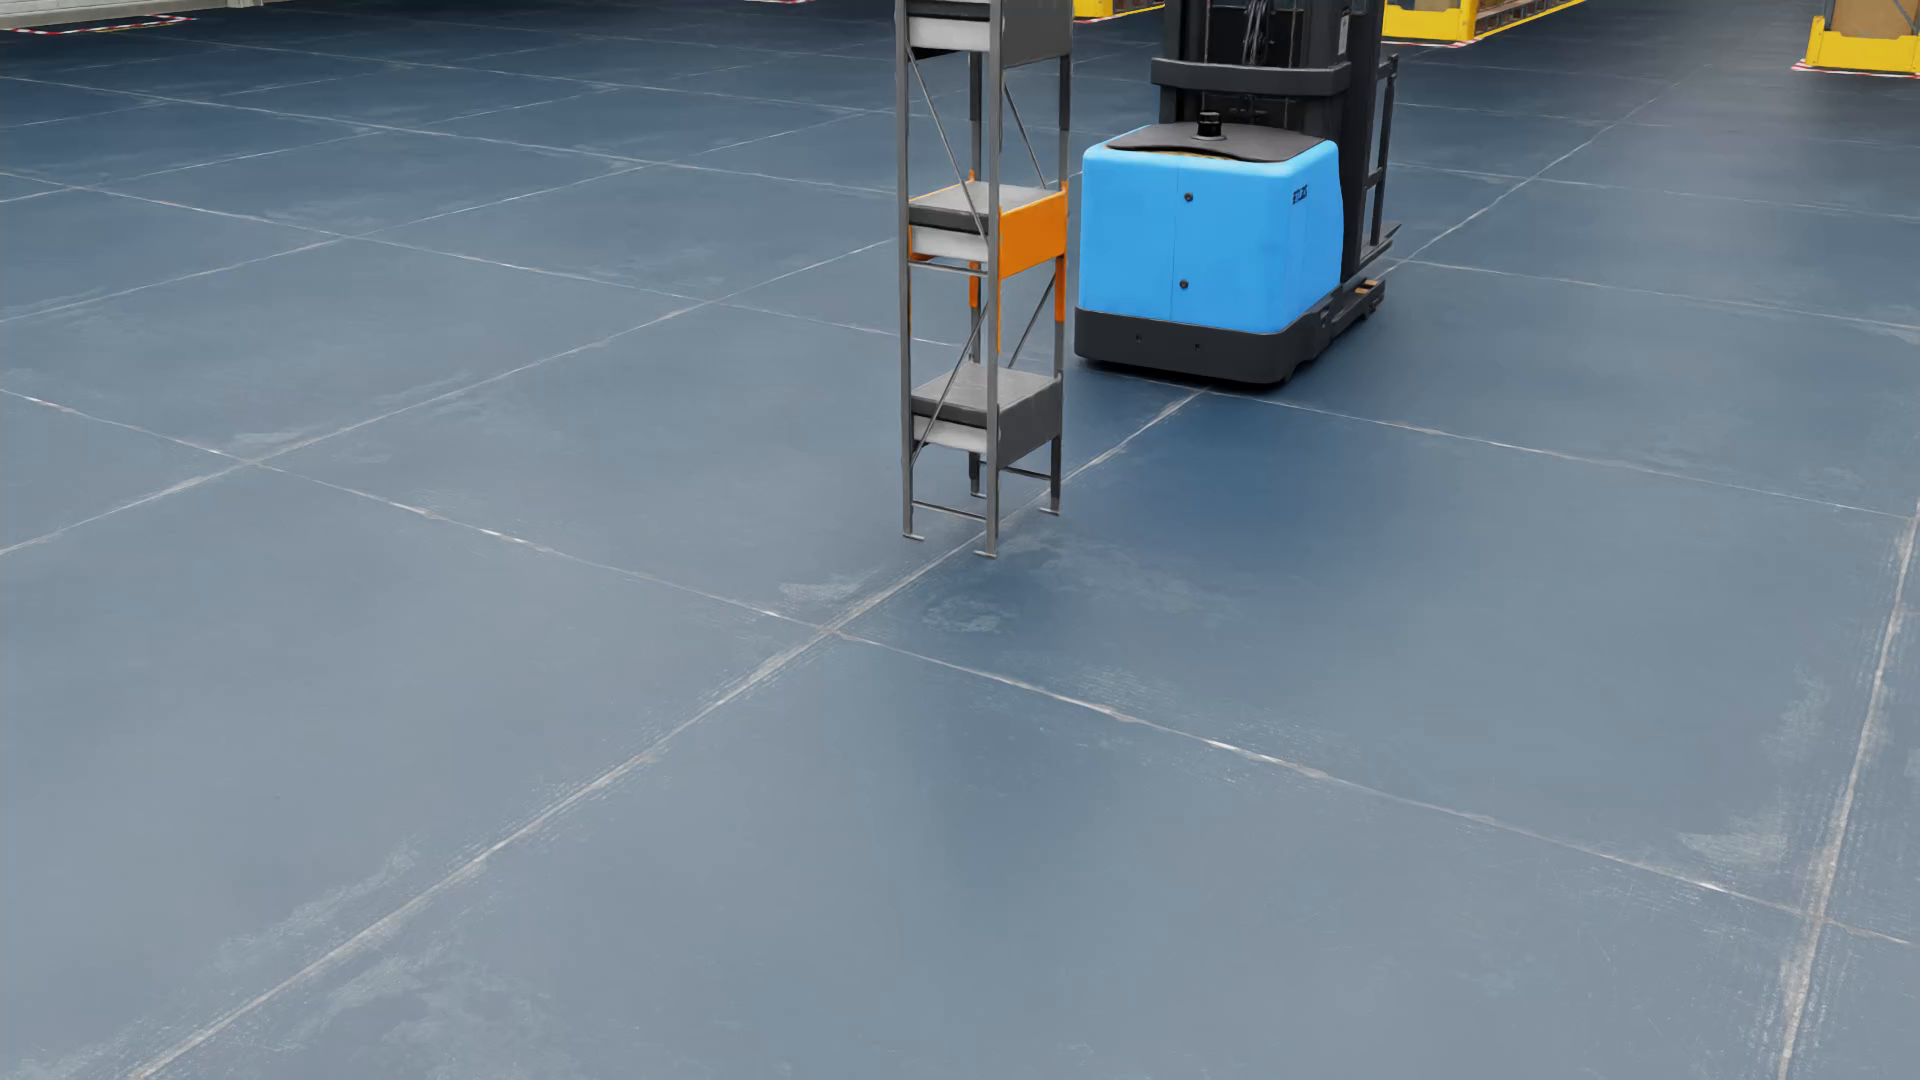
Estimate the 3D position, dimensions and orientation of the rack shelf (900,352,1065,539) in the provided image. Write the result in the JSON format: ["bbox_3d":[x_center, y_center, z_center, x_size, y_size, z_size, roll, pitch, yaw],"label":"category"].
[{"bbox_3d":[0.087,-0.365,6.245,0.431,0.518,0.480,14,27,29],"label":"rack shelf"}]

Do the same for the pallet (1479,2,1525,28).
[{"bbox_3d":[6.900,-7.060,22.292,1.003,0.211,1.213,14,27,29],"label":"pallet"}]

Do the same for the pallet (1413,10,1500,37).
[{"bbox_3d":[6.255,-6.650,21.345,1.003,0.211,1.213,14,27,29],"label":"pallet"}]

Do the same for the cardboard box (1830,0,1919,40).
[{"bbox_3d":[10.219,-6.024,18.535,0.875,0.875,0.875,14,27,29],"label":"cardboard box"}]

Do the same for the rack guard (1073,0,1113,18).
[{"bbox_3d":[1.549,-7.563,23.092,1.175,0.500,0.348,14,27,29],"label":"rack guard"}]

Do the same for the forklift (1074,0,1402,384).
[{"bbox_3d":[1.697,-2.620,8.613,1.130,2.935,3.031,12,26,25],"label":"forklift"}]

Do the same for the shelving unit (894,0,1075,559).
[{"bbox_3d":[0.087,-1.019,5.962,0.431,2.100,0.503,14,27,29],"label":"shelving unit"}]

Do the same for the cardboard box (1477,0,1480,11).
[{"bbox_3d":[6.386,-7.099,21.490,0.500,0.500,0.500,-20,31,-39],"label":"cardboard box"}]

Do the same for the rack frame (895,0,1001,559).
[{"bbox_3d":[-0.041,-0.937,5.772,0.400,2.100,0.015,14,27,29],"label":"rack frame"}]

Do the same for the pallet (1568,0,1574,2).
[{"bbox_3d":[8.919,-8.384,25.351,1.003,0.211,1.213,14,27,29],"label":"pallet"}]

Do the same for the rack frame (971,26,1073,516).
[{"bbox_3d":[0.216,-1.102,6.152,0.400,2.100,0.015,14,27,29],"label":"rack frame"}]

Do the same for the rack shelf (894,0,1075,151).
[{"bbox_3d":[0.087,-1.649,5.689,0.431,0.518,0.480,14,27,29],"label":"rack shelf"}]

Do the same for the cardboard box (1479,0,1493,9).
[{"bbox_3d":[6.733,-7.306,21.969,0.500,0.500,0.500,17,29,34],"label":"cardboard box"}]

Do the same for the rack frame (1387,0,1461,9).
[{"bbox_3d":[5.757,-7.637,20.116,1.000,3.000,0.127,14,27,29],"label":"rack frame"}]

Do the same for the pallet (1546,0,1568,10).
[{"bbox_3d":[8.276,-7.970,24.396,1.003,0.211,1.213,14,27,29],"label":"pallet"}]

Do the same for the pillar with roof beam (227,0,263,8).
[{"bbox_3d":[-6.741,-10.994,20.320,9.100,9.000,0.400,14,27,29],"label":"pillar with roof beam"}]

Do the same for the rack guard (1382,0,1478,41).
[{"bbox_3d":[5.797,-6.516,20.671,1.175,0.500,0.348,14,27,29],"label":"rack guard"}]

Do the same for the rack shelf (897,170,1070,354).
[{"bbox_3d":[0.087,-1.007,5.967,0.431,0.518,0.480,14,27,29],"label":"rack shelf"}]

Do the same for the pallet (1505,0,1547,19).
[{"bbox_3d":[7.542,-7.473,23.247,1.003,0.211,1.213,14,27,29],"label":"pallet"}]

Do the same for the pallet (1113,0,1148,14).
[{"bbox_3d":[1.982,-7.704,23.780,1.003,0.211,1.213,14,27,29],"label":"pallet"}]

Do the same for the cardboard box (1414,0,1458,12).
[{"bbox_3d":[6.100,-6.890,21.007,0.500,0.500,0.500,20,30,38],"label":"cardboard box"}]

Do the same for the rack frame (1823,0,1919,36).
[{"bbox_3d":[9.917,-6.563,17.636,1.000,3.000,0.127,14,27,29],"label":"rack frame"}]

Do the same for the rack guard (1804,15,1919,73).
[{"bbox_3d":[9.904,-5.408,18.114,1.175,0.500,0.348,14,27,29],"label":"rack guard"}]

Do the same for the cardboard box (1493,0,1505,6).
[{"bbox_3d":[7.065,-7.485,22.383,0.500,0.500,0.500,11,26,24],"label":"cardboard box"}]

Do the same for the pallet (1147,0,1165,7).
[{"bbox_3d":[2.626,-8.114,24.727,1.003,0.211,1.213,14,27,29],"label":"pallet"}]
